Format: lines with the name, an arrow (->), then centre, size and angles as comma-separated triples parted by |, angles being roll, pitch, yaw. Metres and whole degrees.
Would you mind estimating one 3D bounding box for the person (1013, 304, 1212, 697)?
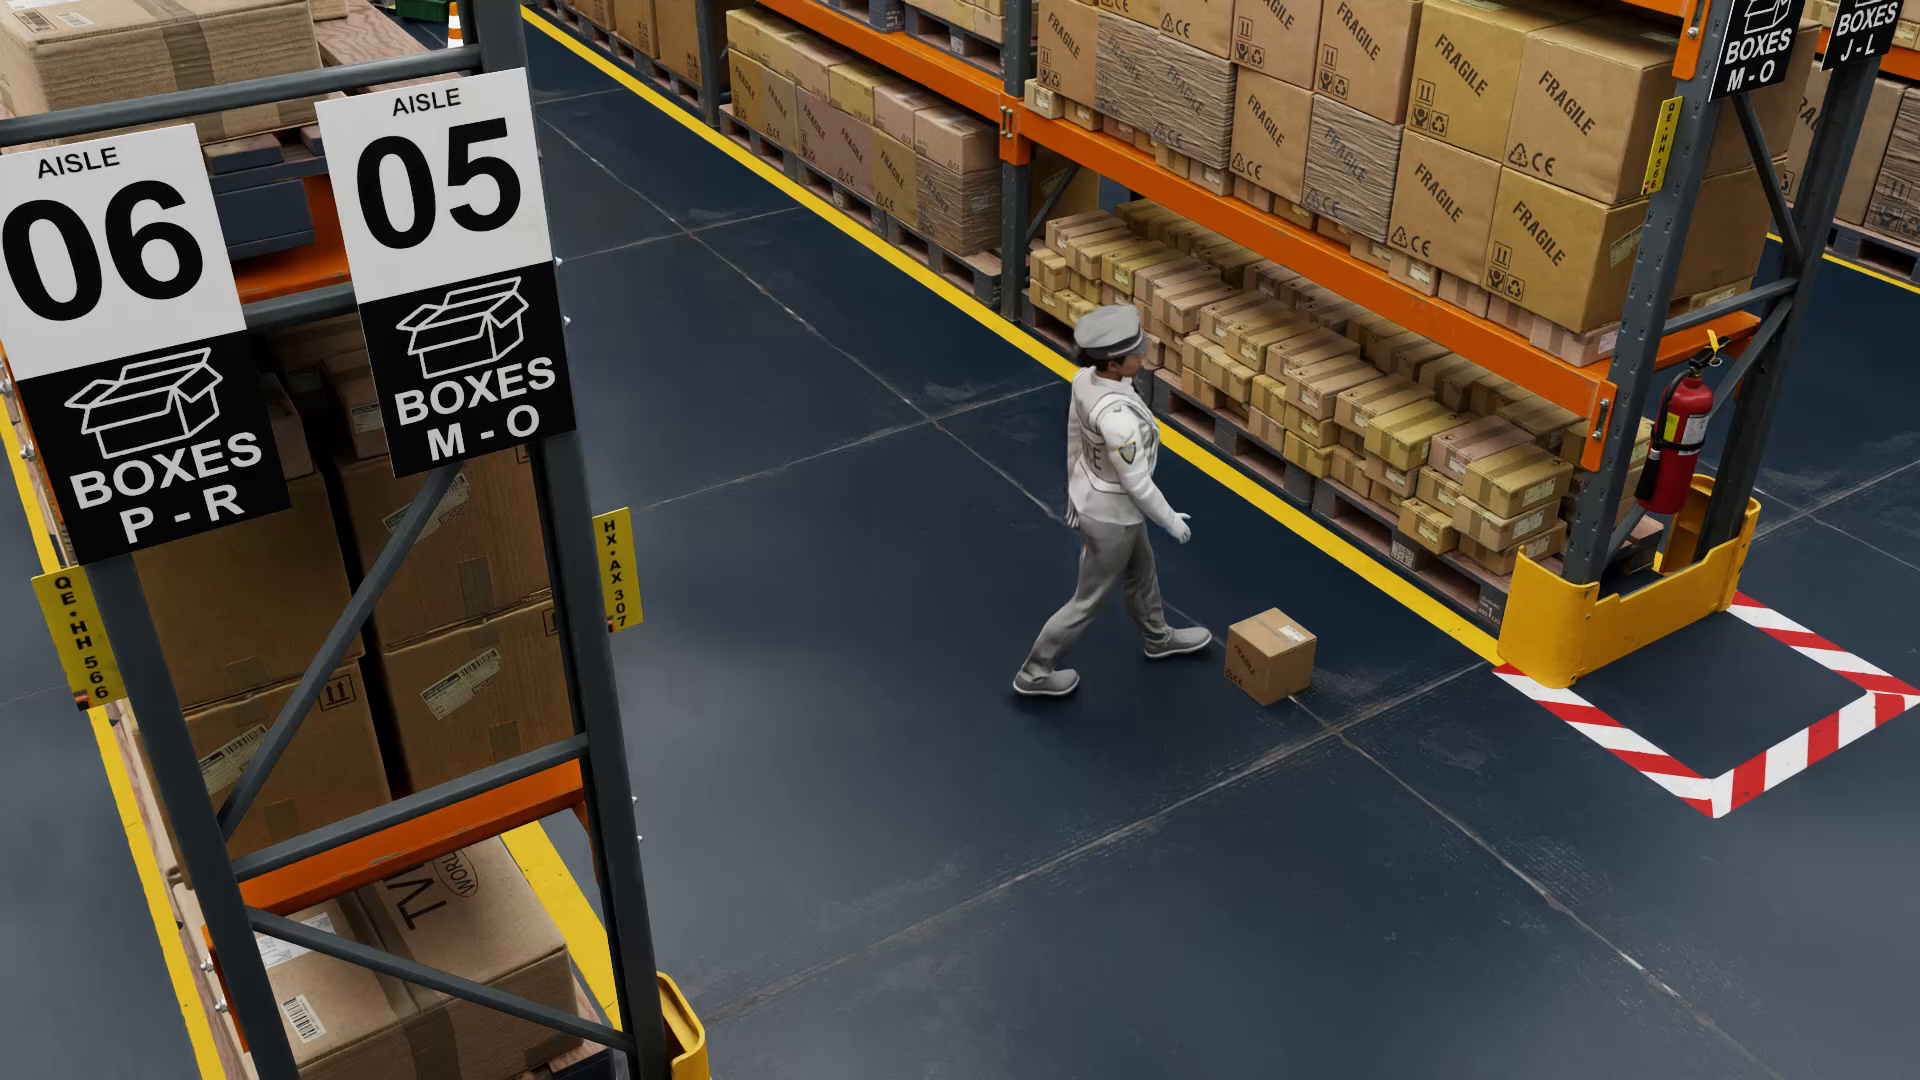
person -> 0.631, -0.131, 6.334 | 0.877, 1.641, 0.491 | -5, 33, -8
